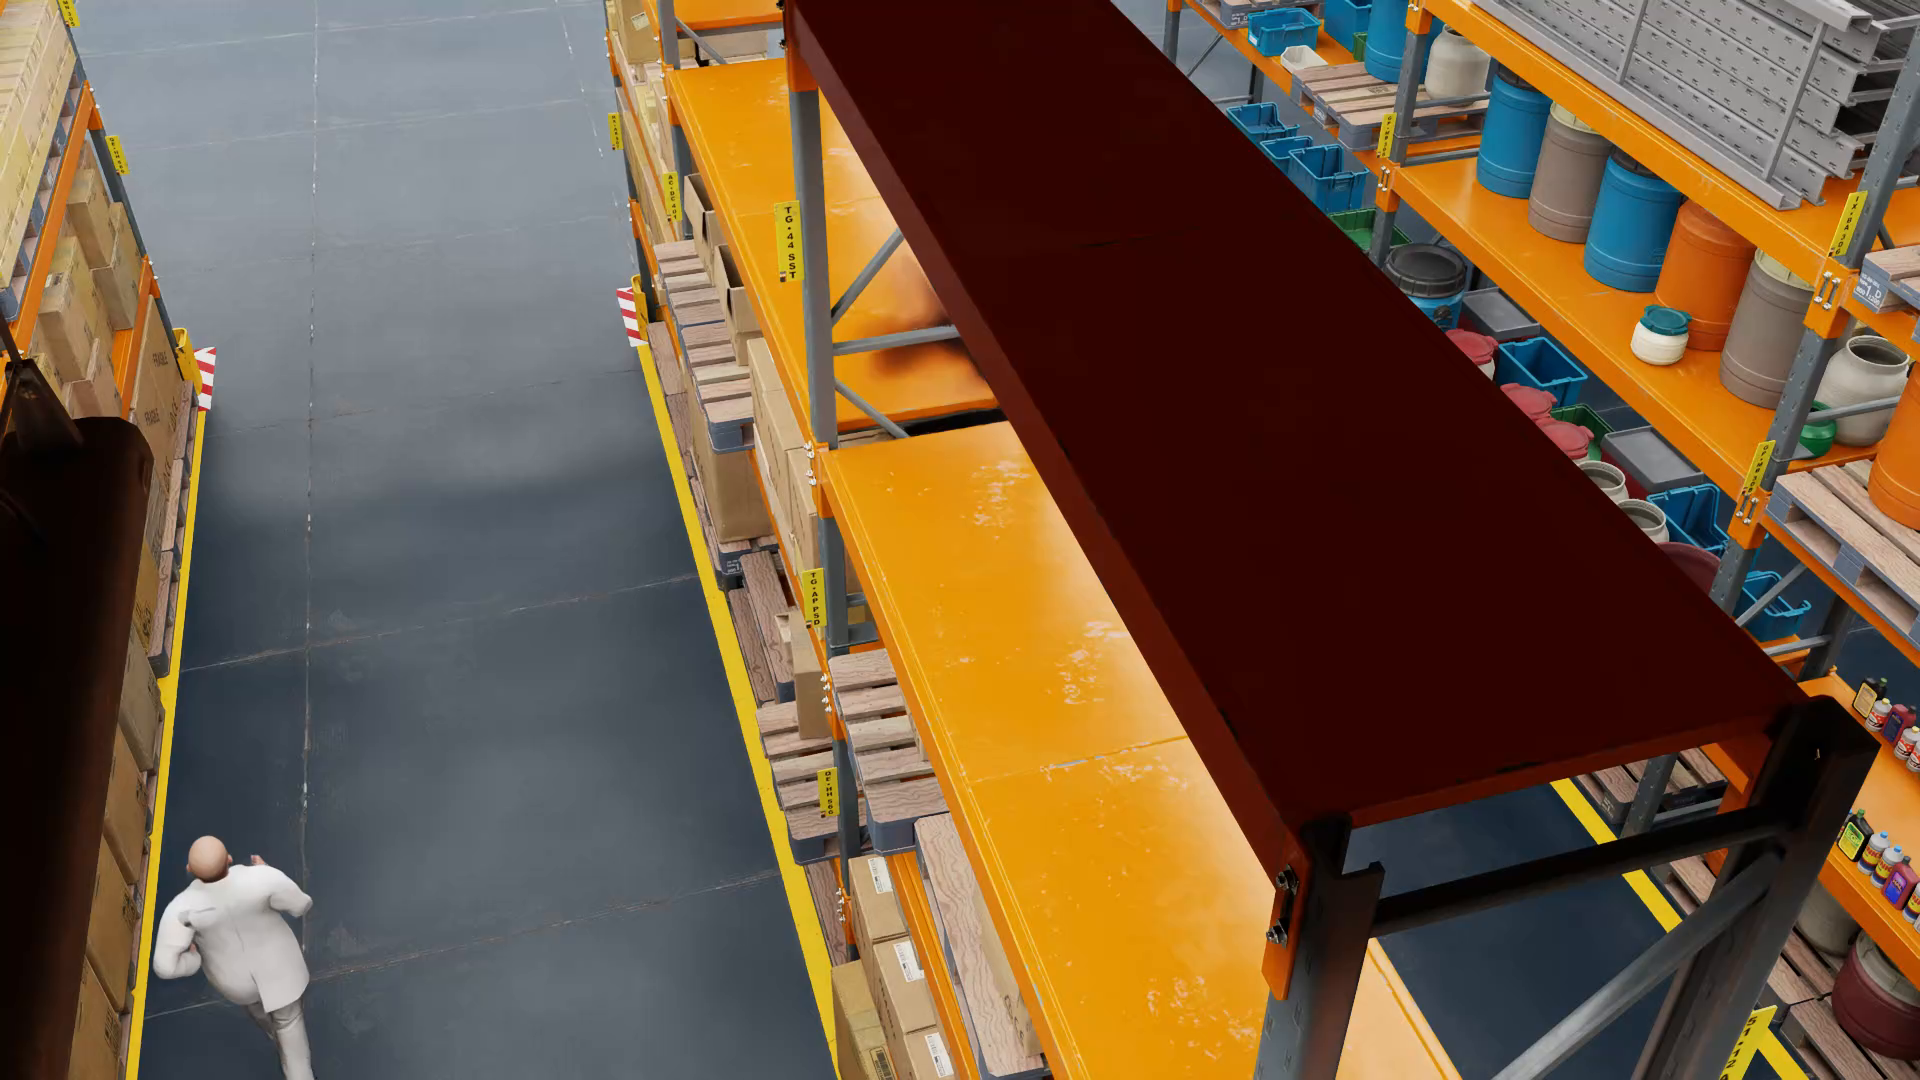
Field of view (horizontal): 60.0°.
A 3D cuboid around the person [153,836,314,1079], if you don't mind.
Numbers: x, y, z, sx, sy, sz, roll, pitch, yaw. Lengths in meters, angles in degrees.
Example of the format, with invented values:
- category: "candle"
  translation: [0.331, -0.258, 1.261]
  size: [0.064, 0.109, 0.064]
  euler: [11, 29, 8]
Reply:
- category: "person"
  translation: [-3.513, 2.096, 8.267]
  size: [0.710, 1.821, 0.972]
  euler: [-14, 41, -17]
